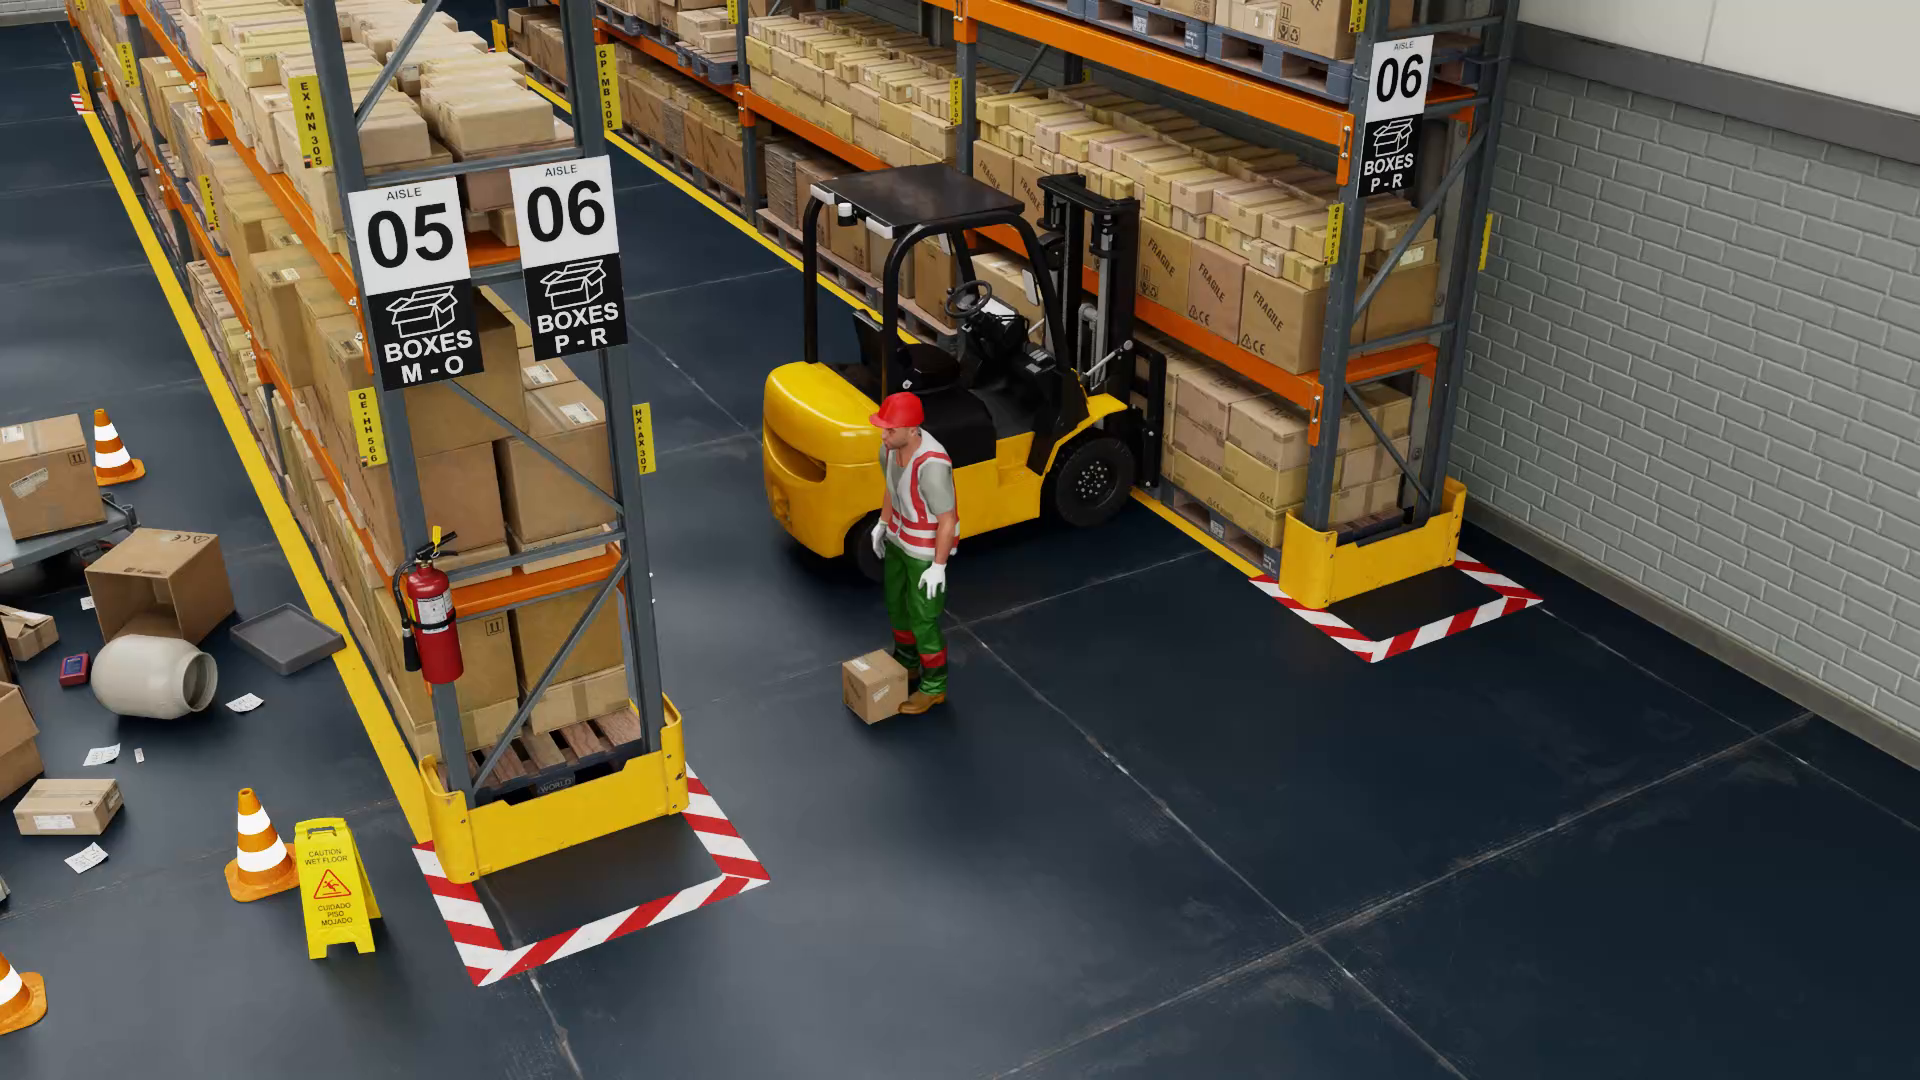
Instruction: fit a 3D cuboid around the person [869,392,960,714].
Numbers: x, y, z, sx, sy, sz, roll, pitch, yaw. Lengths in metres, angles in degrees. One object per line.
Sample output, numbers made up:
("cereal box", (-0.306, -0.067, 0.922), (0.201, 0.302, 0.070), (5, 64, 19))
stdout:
("person", (-0.246, 0.050, 8.460), (0.453, 1.779, 0.621), (-17, 33, -28))
